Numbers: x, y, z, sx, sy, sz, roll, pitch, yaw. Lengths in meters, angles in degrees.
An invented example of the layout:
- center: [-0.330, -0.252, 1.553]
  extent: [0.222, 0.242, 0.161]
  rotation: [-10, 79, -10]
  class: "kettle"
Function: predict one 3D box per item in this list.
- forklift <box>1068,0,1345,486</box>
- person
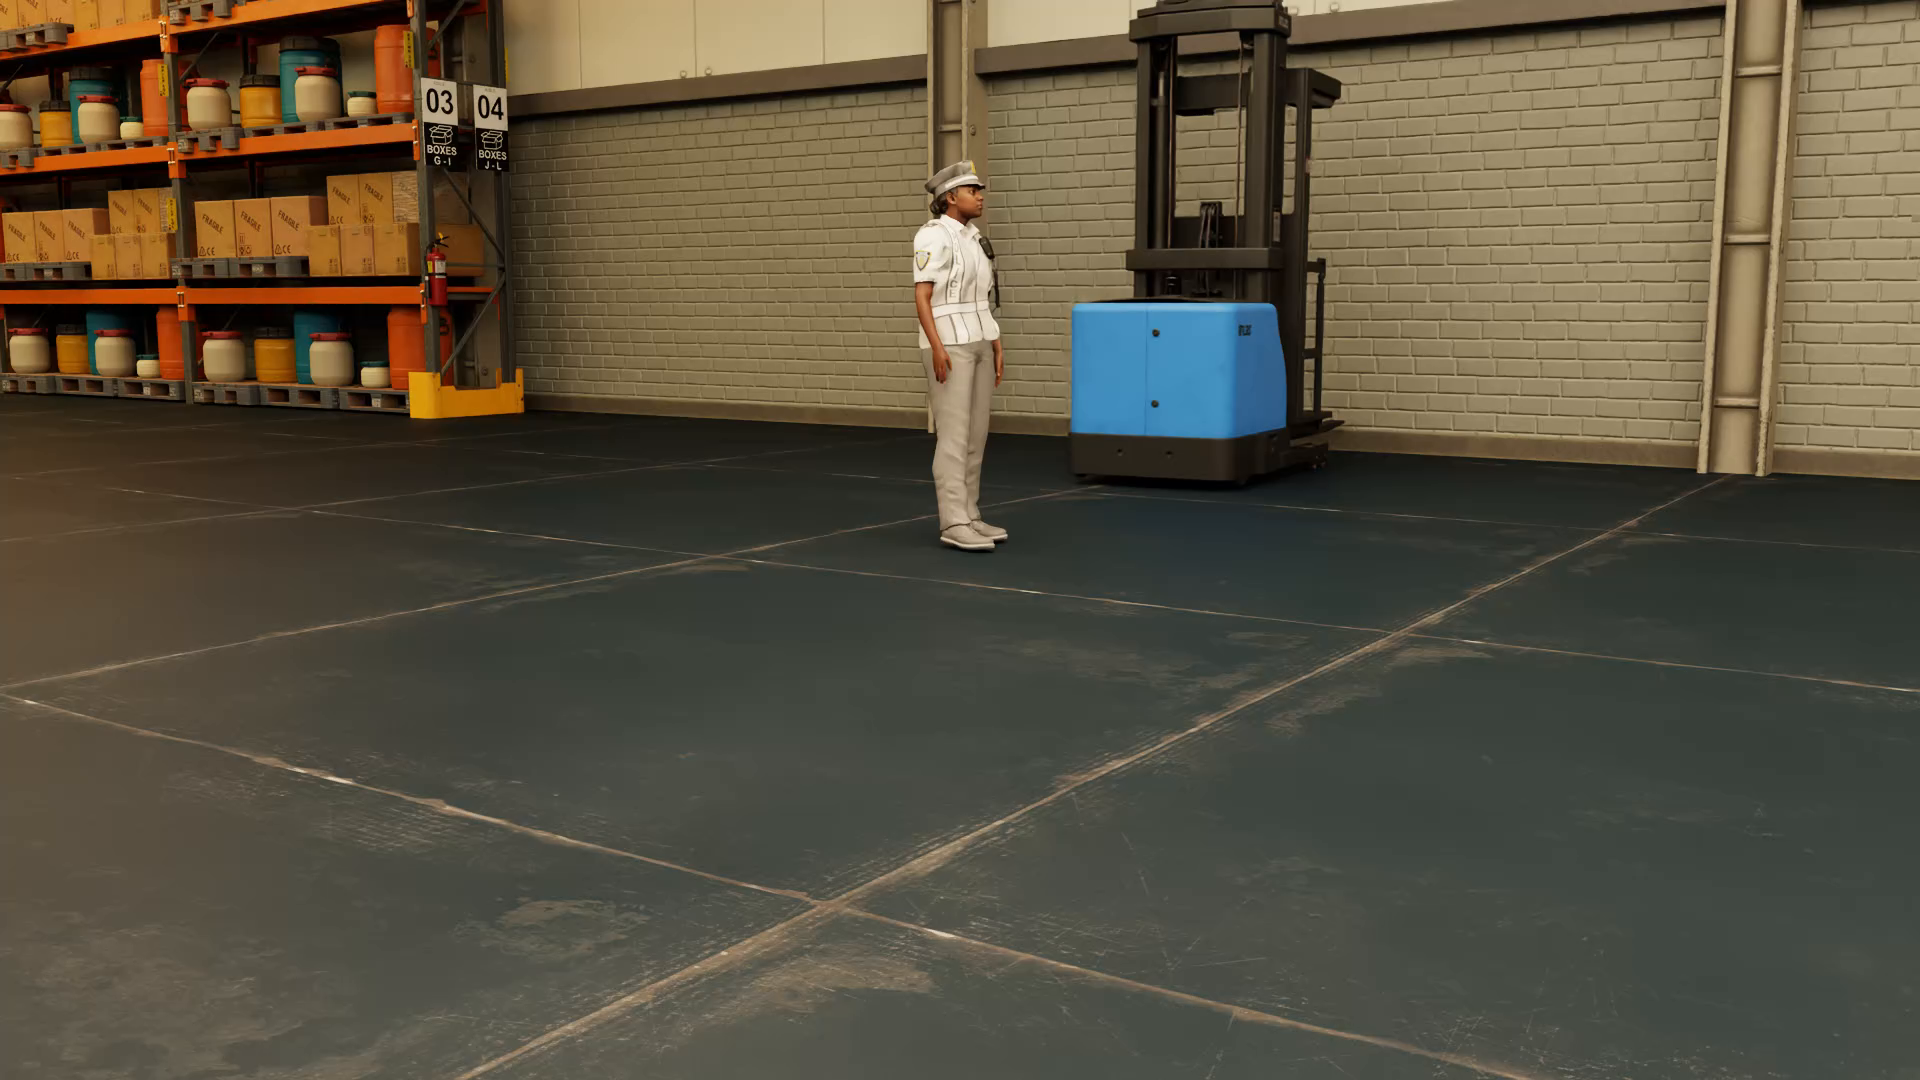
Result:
- center: [1.787, -1.932, 10.781]
  extent: [1.130, 2.935, 3.031]
  rotation: [4, 9, 28]
  class: "forklift"
- center: [0.052, -0.838, 7.426]
  extent: [0.528, 1.697, 0.570]
  rotation: [5, 10, 34]
  class: "person"
